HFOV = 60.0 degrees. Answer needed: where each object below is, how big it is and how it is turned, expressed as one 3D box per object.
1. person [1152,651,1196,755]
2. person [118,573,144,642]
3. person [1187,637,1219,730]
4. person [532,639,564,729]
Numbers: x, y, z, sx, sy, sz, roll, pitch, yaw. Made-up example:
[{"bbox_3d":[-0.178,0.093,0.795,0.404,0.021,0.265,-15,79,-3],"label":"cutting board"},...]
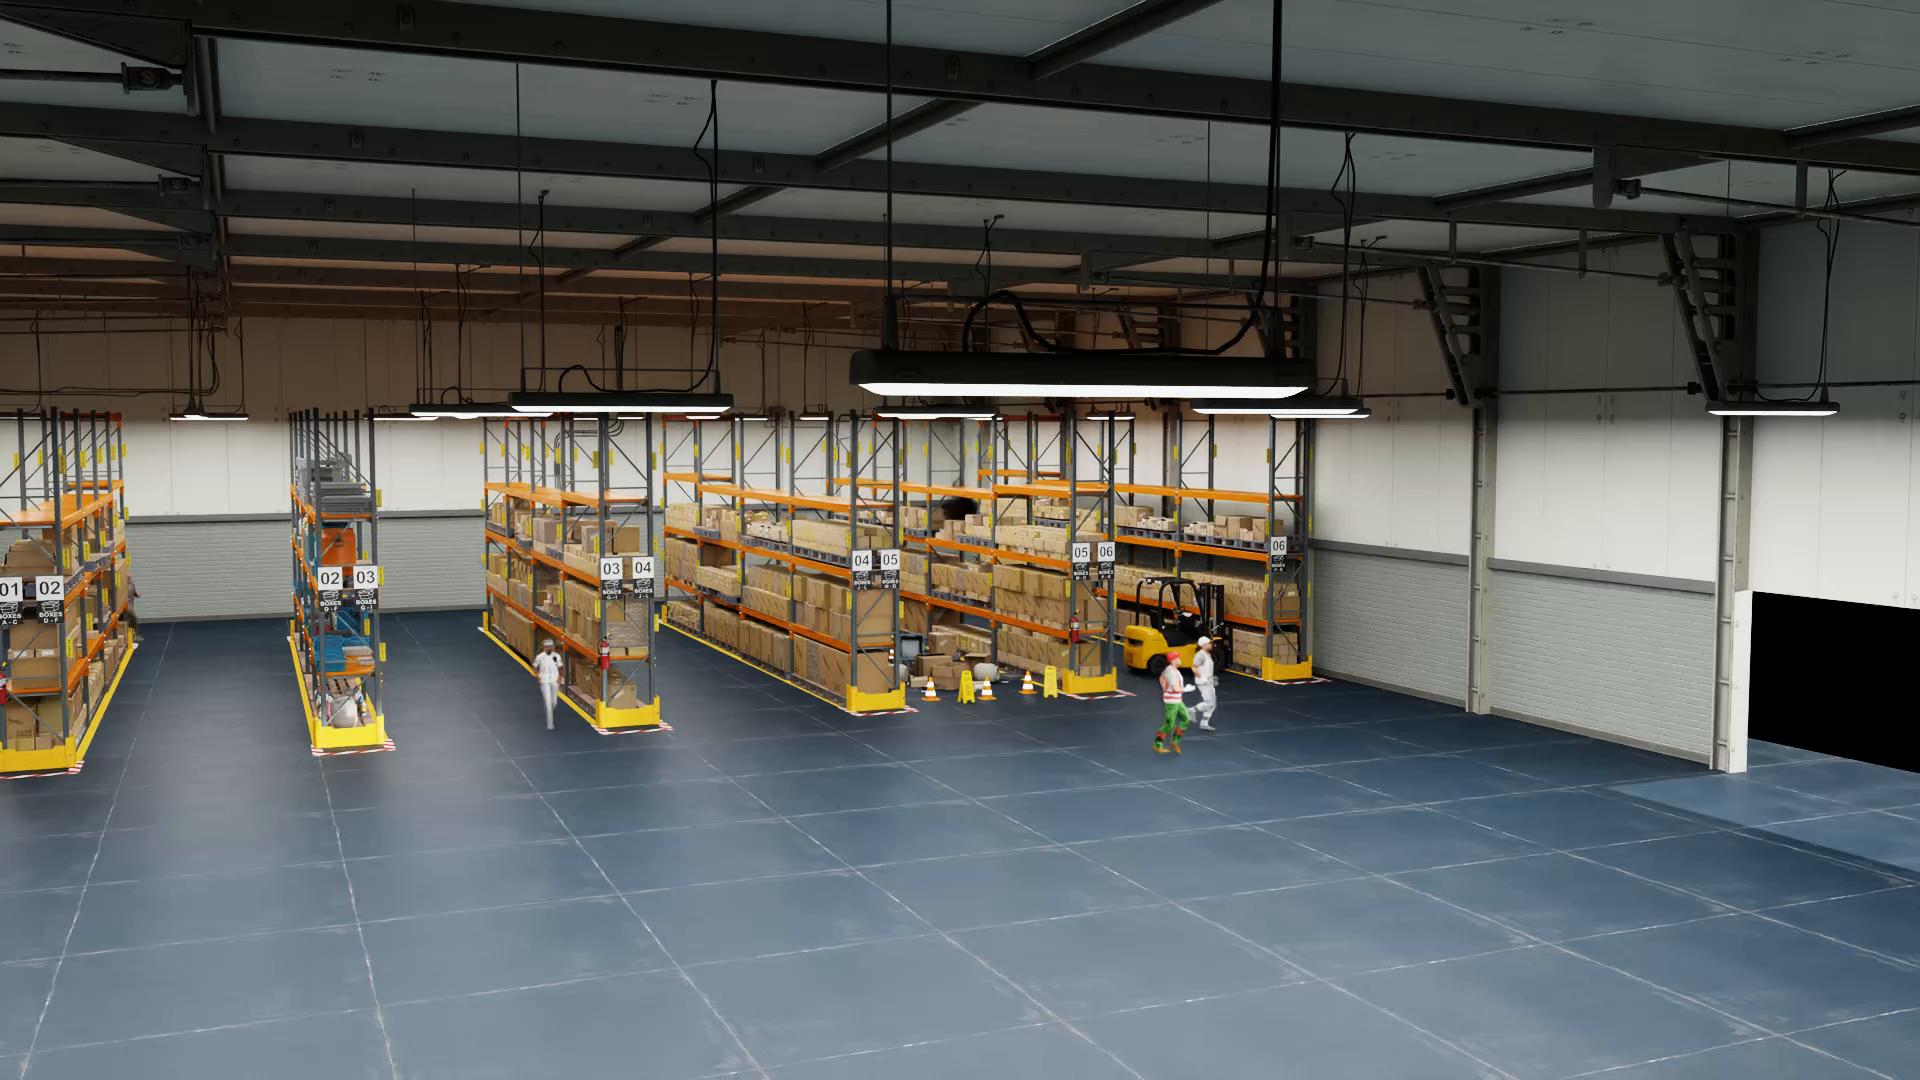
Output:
[{"bbox_3d":[3.700,2.824,28.671,0.748,1.833,0.655,1,4,16],"label":"person"},{"bbox_3d":[-21.935,1.761,43.725,1.017,1.798,0.692,0,4,4],"label":"person"},{"bbox_3d":[4.531,2.679,31.087,0.560,1.748,0.653,2,5,27],"label":"person"},{"bbox_3d":[-7.786,2.696,31.459,0.592,1.690,0.733,-2,4,-24],"label":"person"}]
